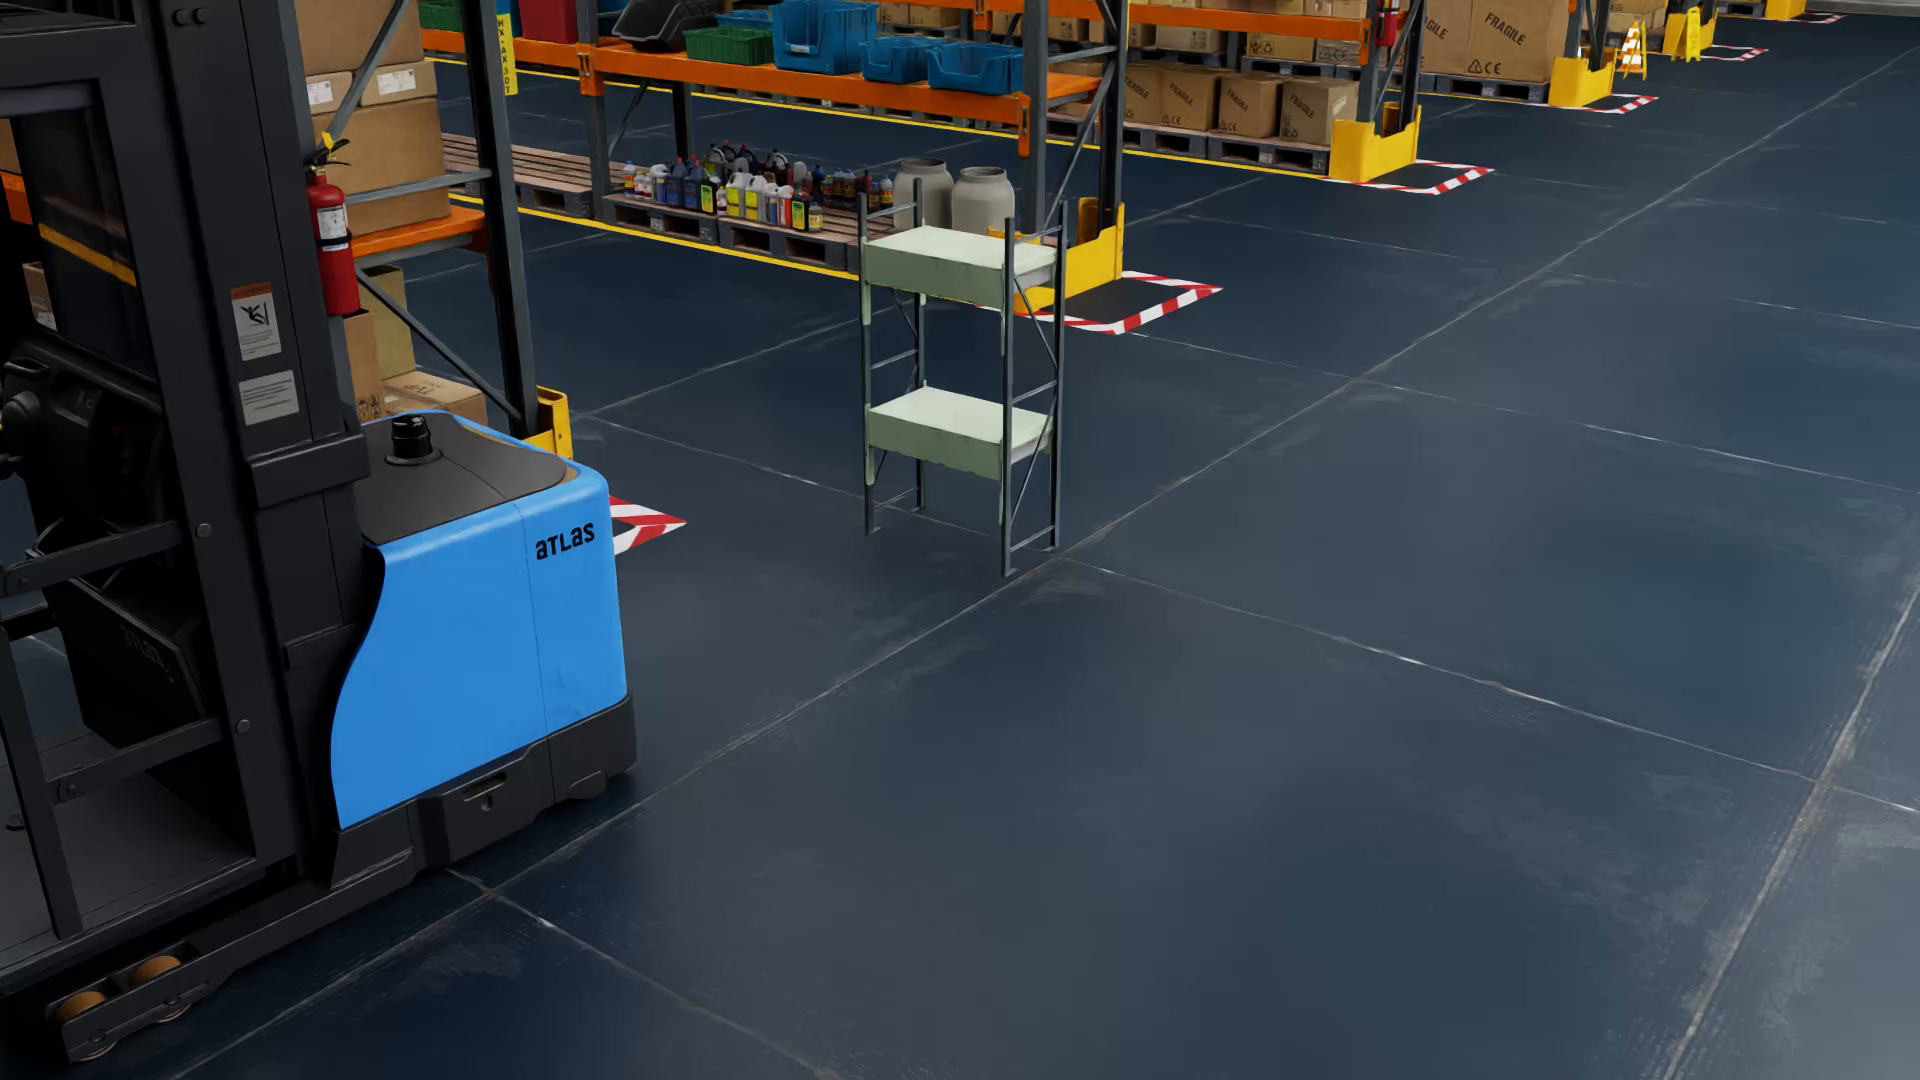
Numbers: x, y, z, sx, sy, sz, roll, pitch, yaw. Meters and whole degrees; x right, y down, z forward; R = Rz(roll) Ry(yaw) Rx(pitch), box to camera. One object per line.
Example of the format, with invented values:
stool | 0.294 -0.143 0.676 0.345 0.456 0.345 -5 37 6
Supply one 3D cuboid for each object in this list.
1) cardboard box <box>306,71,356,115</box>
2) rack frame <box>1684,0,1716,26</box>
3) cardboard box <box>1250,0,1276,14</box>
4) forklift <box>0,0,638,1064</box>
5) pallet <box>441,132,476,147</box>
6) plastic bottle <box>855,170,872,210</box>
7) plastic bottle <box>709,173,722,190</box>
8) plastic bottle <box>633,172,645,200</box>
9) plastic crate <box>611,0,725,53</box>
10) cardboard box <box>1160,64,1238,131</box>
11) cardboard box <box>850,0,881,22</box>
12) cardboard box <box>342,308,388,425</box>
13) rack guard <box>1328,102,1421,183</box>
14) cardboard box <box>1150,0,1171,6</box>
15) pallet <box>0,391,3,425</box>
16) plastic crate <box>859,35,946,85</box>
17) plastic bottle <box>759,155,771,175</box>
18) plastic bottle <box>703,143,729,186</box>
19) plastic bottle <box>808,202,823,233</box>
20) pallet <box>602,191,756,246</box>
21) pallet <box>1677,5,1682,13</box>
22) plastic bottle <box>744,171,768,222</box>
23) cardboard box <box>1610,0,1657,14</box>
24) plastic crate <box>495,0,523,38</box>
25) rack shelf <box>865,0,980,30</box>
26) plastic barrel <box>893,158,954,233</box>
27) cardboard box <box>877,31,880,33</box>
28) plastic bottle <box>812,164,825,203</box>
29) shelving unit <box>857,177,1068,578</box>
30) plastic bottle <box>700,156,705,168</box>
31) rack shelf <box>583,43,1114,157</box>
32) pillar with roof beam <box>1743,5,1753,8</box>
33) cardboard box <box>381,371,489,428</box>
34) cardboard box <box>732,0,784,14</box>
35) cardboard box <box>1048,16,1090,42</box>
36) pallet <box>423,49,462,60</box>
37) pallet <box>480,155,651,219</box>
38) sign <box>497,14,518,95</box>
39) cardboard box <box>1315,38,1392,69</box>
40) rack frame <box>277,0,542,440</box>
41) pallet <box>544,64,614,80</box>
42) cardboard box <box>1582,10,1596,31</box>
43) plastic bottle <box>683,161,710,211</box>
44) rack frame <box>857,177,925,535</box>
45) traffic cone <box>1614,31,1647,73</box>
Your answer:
cardboard box | -2.667 -1.794 6.674 0.250 0.149 0.380 16 29 32
rack frame | 9.640 -7.813 21.263 0.127 3.000 1.000 17 29 33
cardboard box | 2.724 -4.673 14.448 0.250 0.149 0.380 17 29 33
forklift | -2.412 -0.247 4.176 1.130 2.935 3.031 20 31 37
pallet | -5.079 -3.477 14.879 1.213 0.211 1.003 17 29 33
plastic bottle | -0.708 -2.576 12.199 0.133 0.283 0.061 17 29 34
plastic bottle | -1.786 -2.540 12.132 0.097 0.271 0.097 0 24 0
plastic bottle | -2.401 -2.663 12.499 0.097 0.201 0.097 0 24 0
plastic crate | -2.132 -3.789 12.207 0.504 0.338 0.767 17 29 33
cardboard box | 2.219 -4.112 15.441 0.500 0.500 0.500 20 31 38
cardboard box | -1.179 -7.499 23.129 0.500 0.500 0.500 15 28 31
cardboard box | -2.855 -0.732 7.149 0.500 0.500 0.500 17 29 33
rack guard | 3.636 -3.491 14.552 0.348 0.500 1.175 17 29 33
cardboard box | 1.923 -4.915 14.997 0.250 0.149 0.380 17 29 33
pallet | -4.837 -0.906 9.045 1.213 0.211 1.003 17 29 33
plastic crate | -0.370 -3.133 10.826 0.408 0.251 0.499 17 29 33
plastic bottle | -1.477 -2.808 12.727 0.133 0.283 0.061 19 30 37
plastic bottle | -1.873 -2.865 12.772 0.185 0.351 0.144 17 29 33
plastic bottle | -1.006 -2.241 11.542 0.097 0.201 0.097 0 24 0
pallet | -1.962 -2.533 12.738 1.213 0.211 1.003 17 29 33
pallet | 11.005 -8.606 26.521 1.213 0.211 1.003 17 29 33
plastic bottle | -1.437 -2.452 11.834 0.185 0.351 0.144 18 30 35
cardboard box | 8.843 -7.200 21.830 0.500 0.500 0.500 17 29 34
plastic crate | -3.544 -4.144 12.956 0.575 0.384 0.392 17 29 33
rack shelf | -1.104 -5.738 17.444 4.000 0.370 1.077 17 29 33
plastic barrel | -0.247 -2.327 11.377 0.421 0.512 0.421 0 24 0
cardboard box | -1.247 -5.188 17.858 0.500 0.500 0.700 20 31 38
plastic bottle | -1.054 -2.666 12.418 0.097 0.271 0.097 0 24 0
shelving unit | 0.005 -0.685 6.944 0.755 1.500 0.431 17 29 33
plastic bottle | -1.997 -2.919 13.079 0.097 0.201 0.097 0 24 0
rack shelf | -0.874 -3.172 11.622 4.000 0.370 1.077 17 29 33
pillar with roof beam | 10.016 -11.231 21.580 0.400 9.000 9.100 17 29 33
cardboard box | -2.543 -0.556 7.681 0.500 0.250 0.500 17 29 33
cardboard box | -2.150 -5.799 18.315 0.500 0.250 0.500 18 30 35
cardboard box | 1.486 -6.902 21.465 0.750 0.750 1.050 17 29 34
pallet | -6.467 -6.451 21.629 1.213 0.211 1.003 17 29 33
pallet | -3.126 -2.887 13.540 1.213 0.211 1.003 17 29 33
sign | -1.910 -2.031 6.967 0.005 0.325 0.100 17 29 33
cardboard box | 4.737 -5.988 19.234 0.875 0.875 0.875 17 29 34
rack frame | -2.247 -1.421 6.754 0.127 3.000 1.000 17 29 33
pallet | -4.262 -5.785 20.117 1.213 0.211 1.003 17 29 33
cardboard box | 8.422 -6.984 22.270 0.500 0.250 0.500 17 29 33
plastic bottle | -1.926 -2.600 12.170 0.185 0.351 0.144 15 28 31
rack frame | -0.288 -0.773 7.145 0.023 1.500 0.400 17 29 33
traffic cone | 8.129 -5.900 20.067 0.334 0.463 0.336 17 29 33
